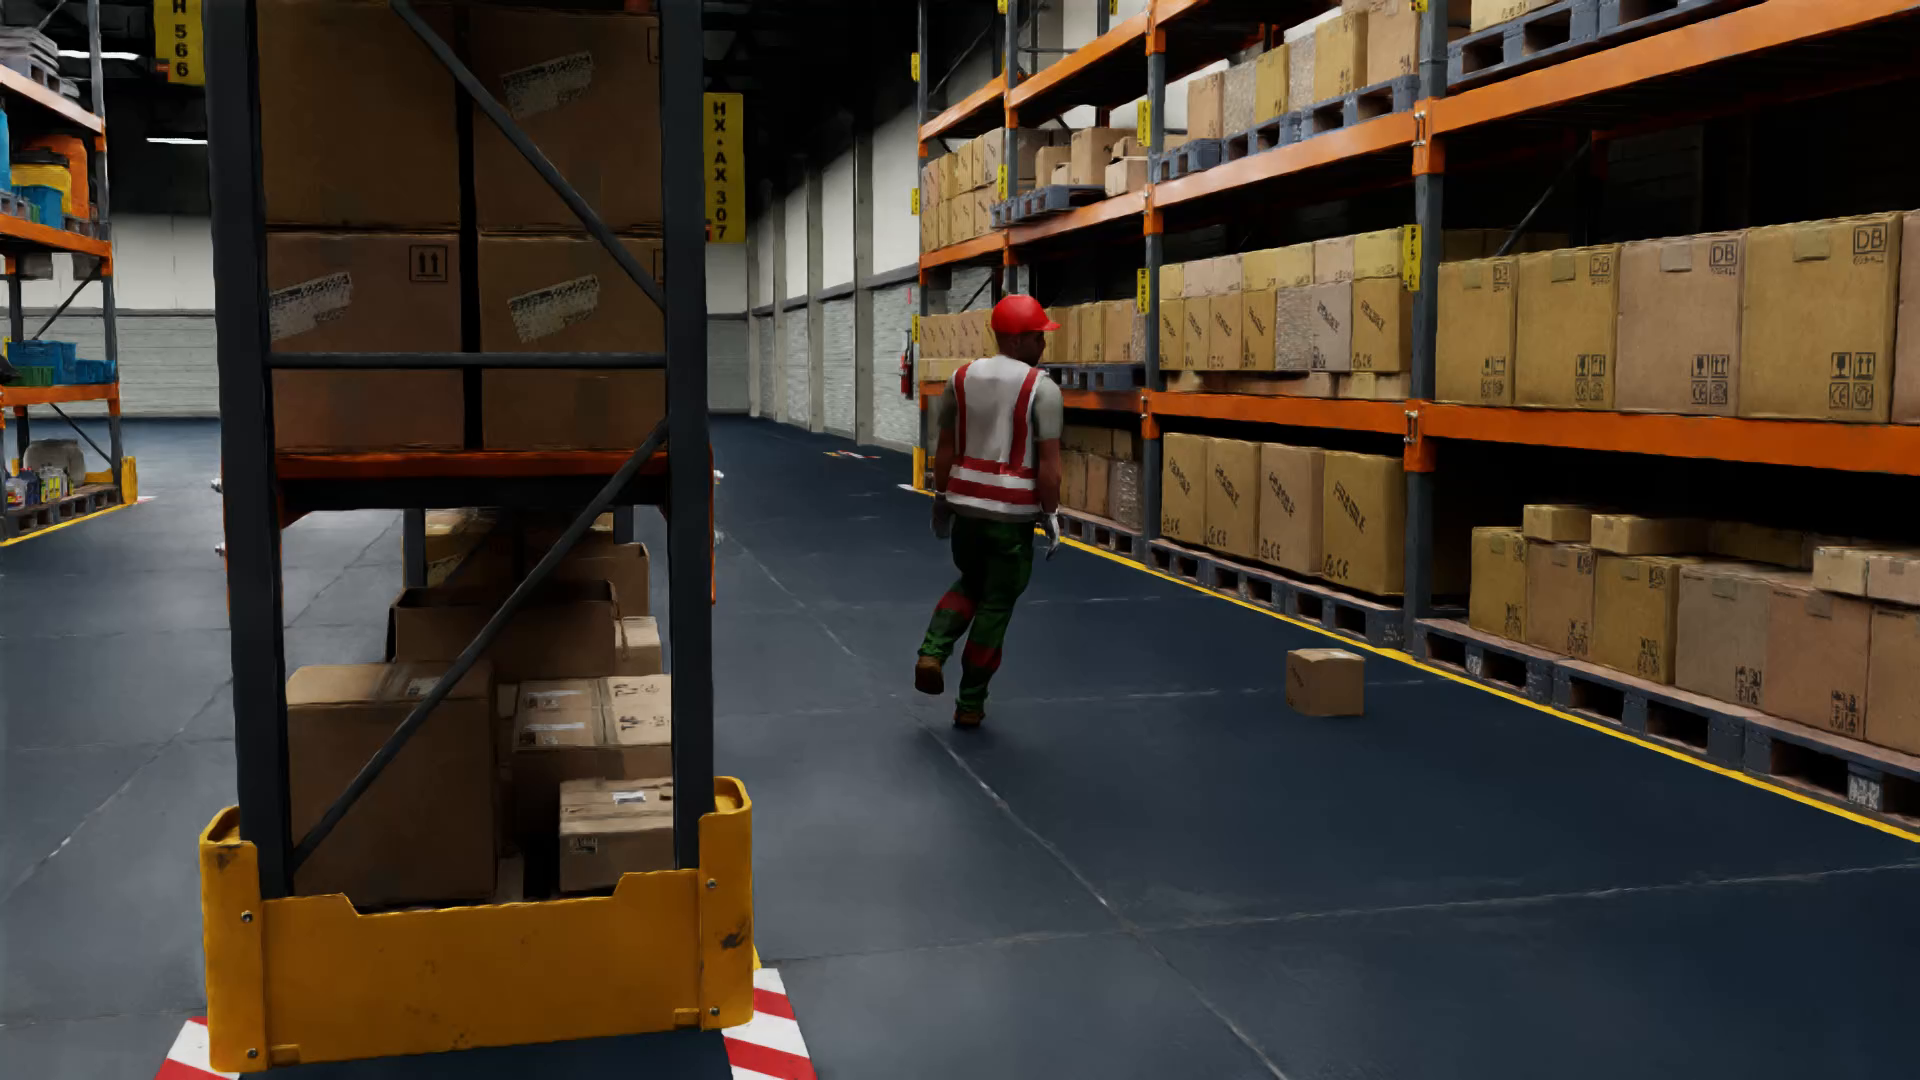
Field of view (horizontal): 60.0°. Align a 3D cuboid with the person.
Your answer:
[{"bbox_3d":[0.151,-0.115,6.864,0.678,1.772,0.465,3,7,25],"label":"person"}]
